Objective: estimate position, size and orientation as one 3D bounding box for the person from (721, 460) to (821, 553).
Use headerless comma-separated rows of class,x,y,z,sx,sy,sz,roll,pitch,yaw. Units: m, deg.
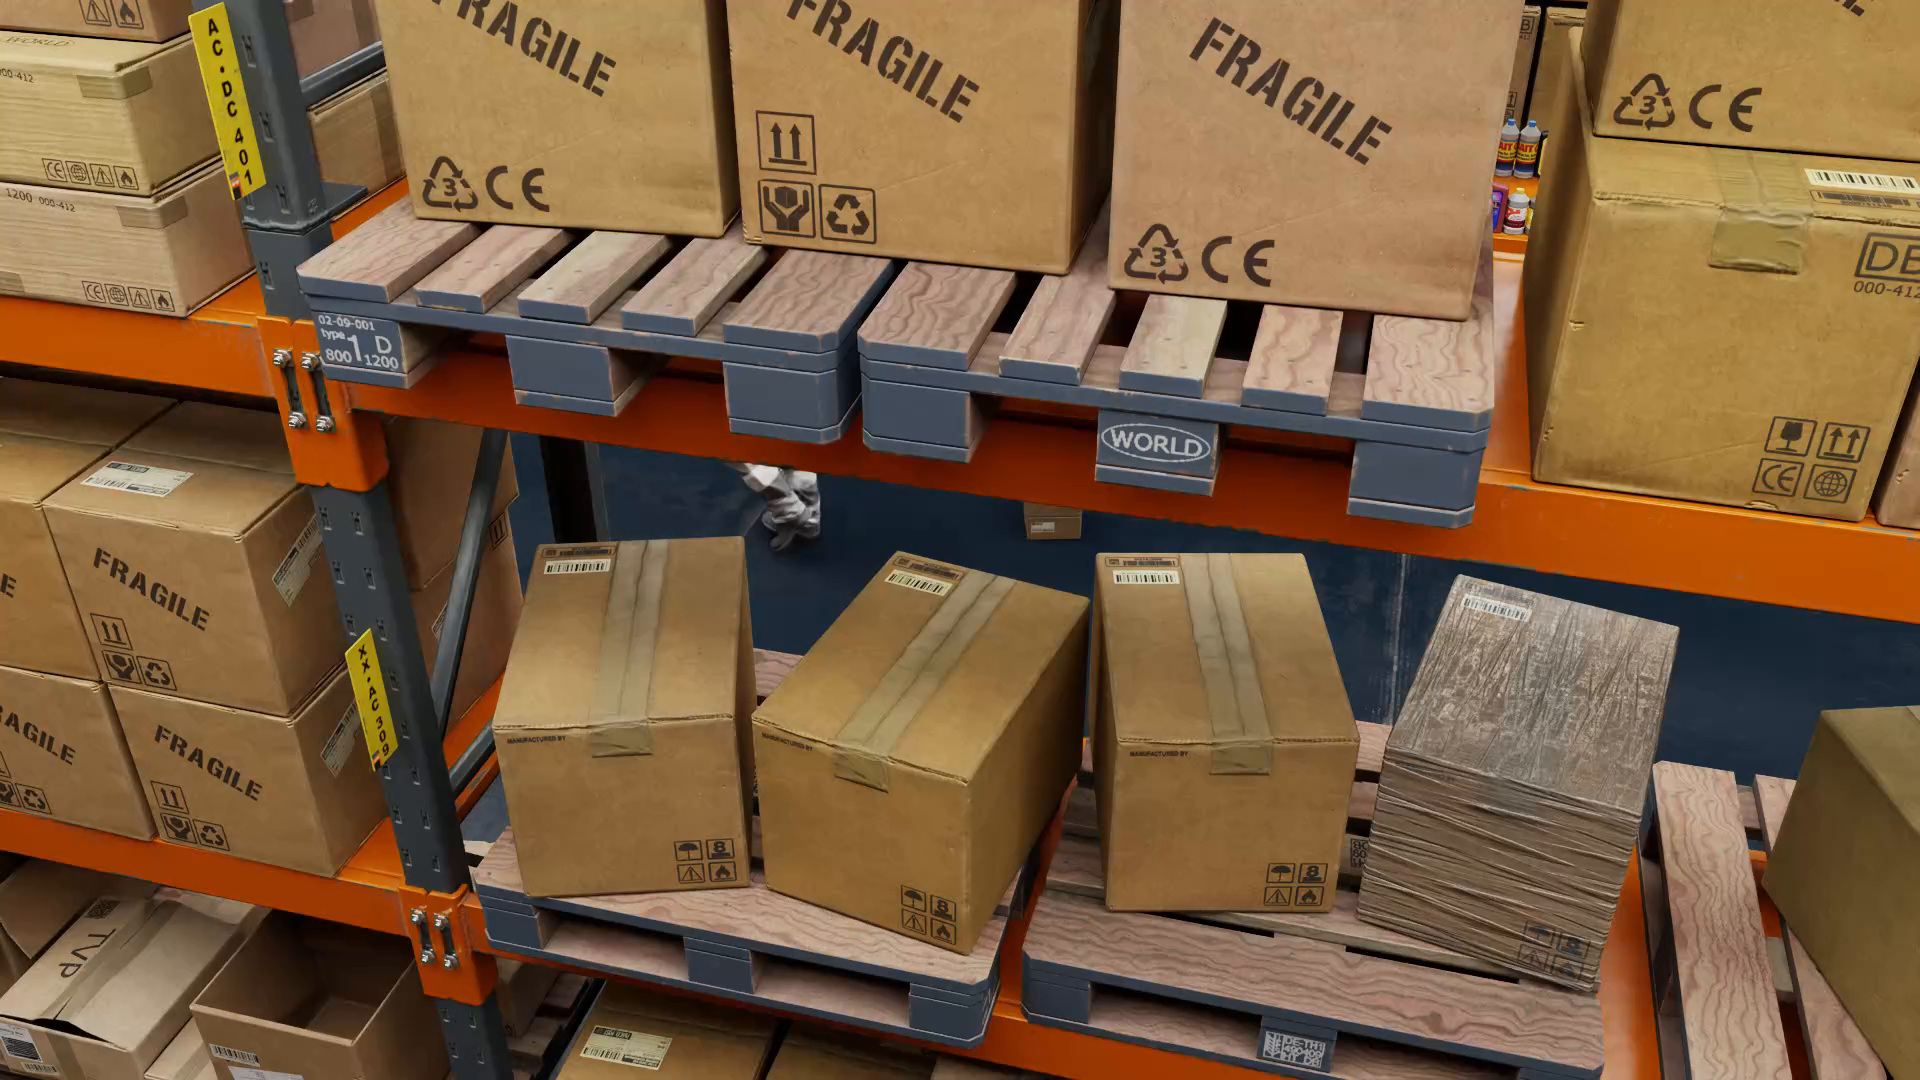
person,-0.849,-0.762,7.276,0.449,1.798,0.539,12,34,18
